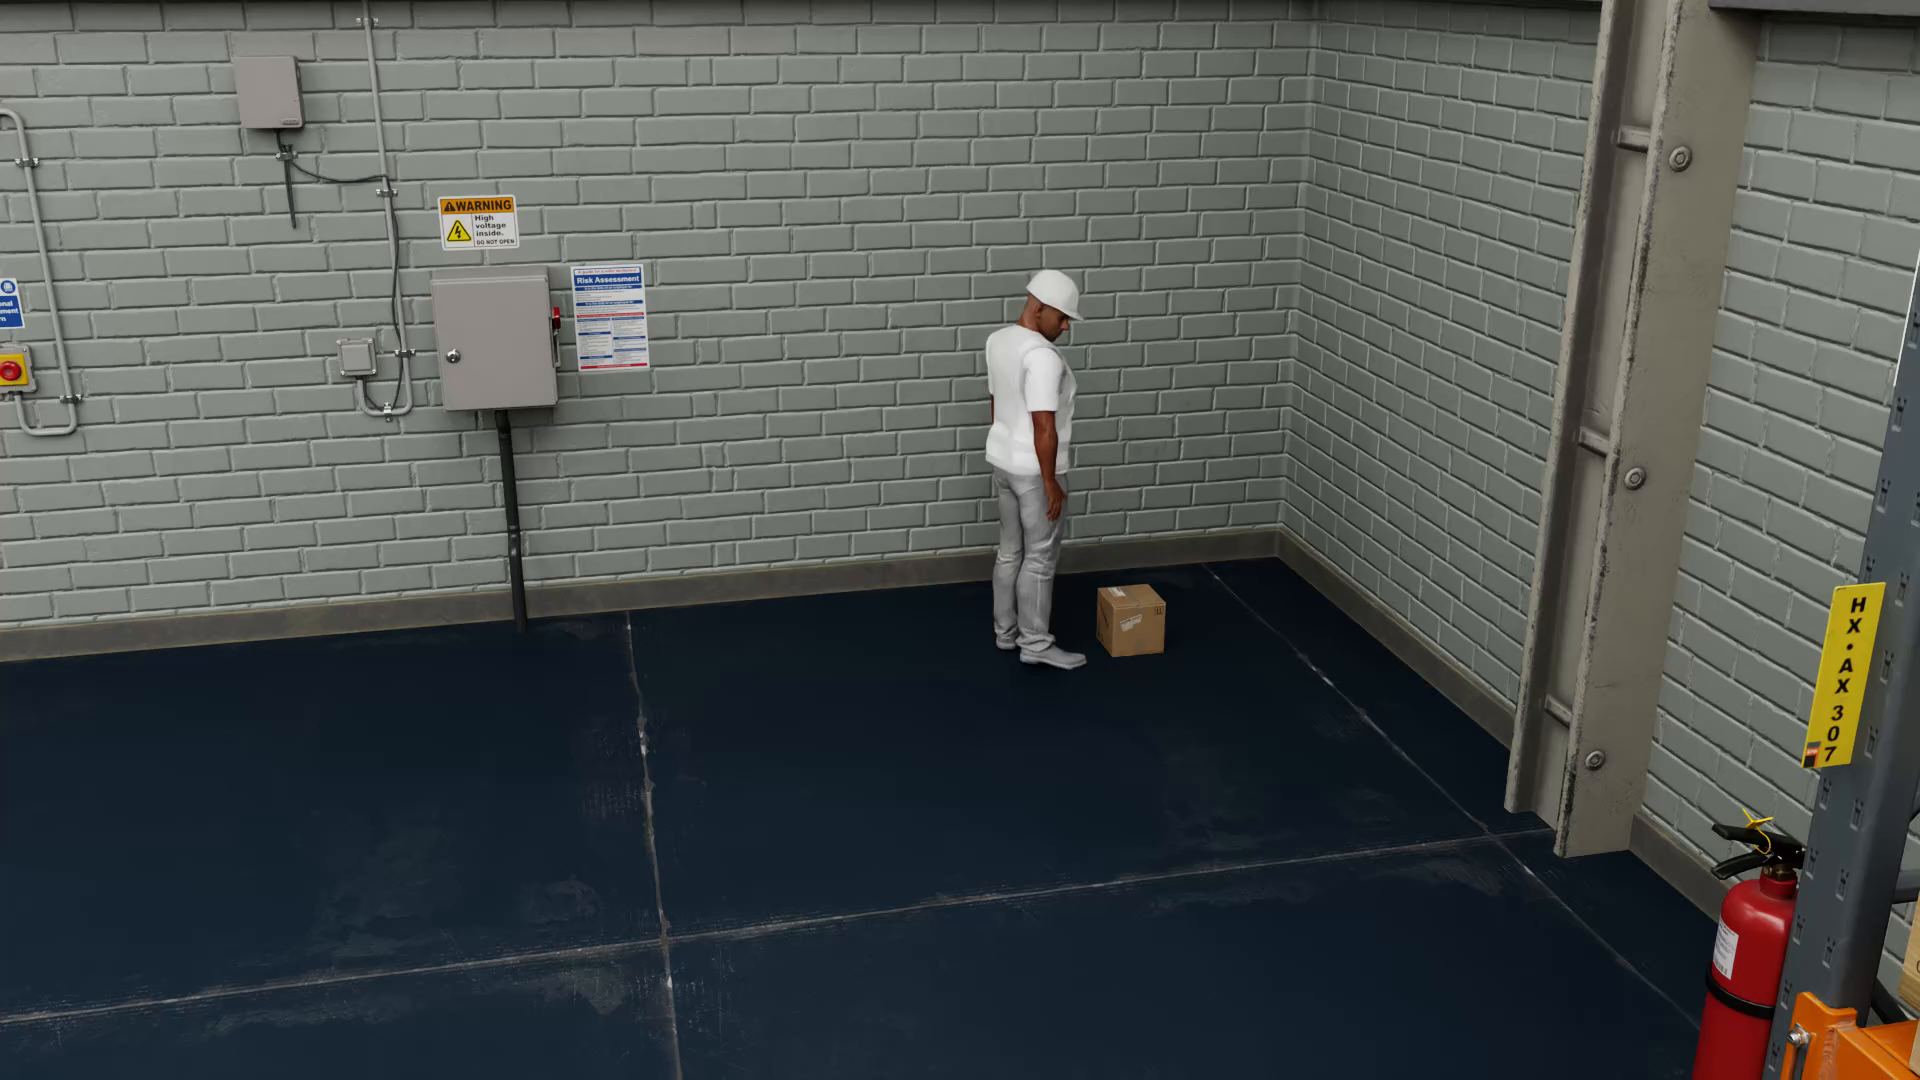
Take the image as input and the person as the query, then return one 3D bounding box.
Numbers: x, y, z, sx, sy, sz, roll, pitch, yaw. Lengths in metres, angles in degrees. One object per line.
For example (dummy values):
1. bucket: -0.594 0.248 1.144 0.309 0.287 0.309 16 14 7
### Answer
1. person: 0.316 -0.320 7.421 0.377 1.778 0.675 -10 22 -27
